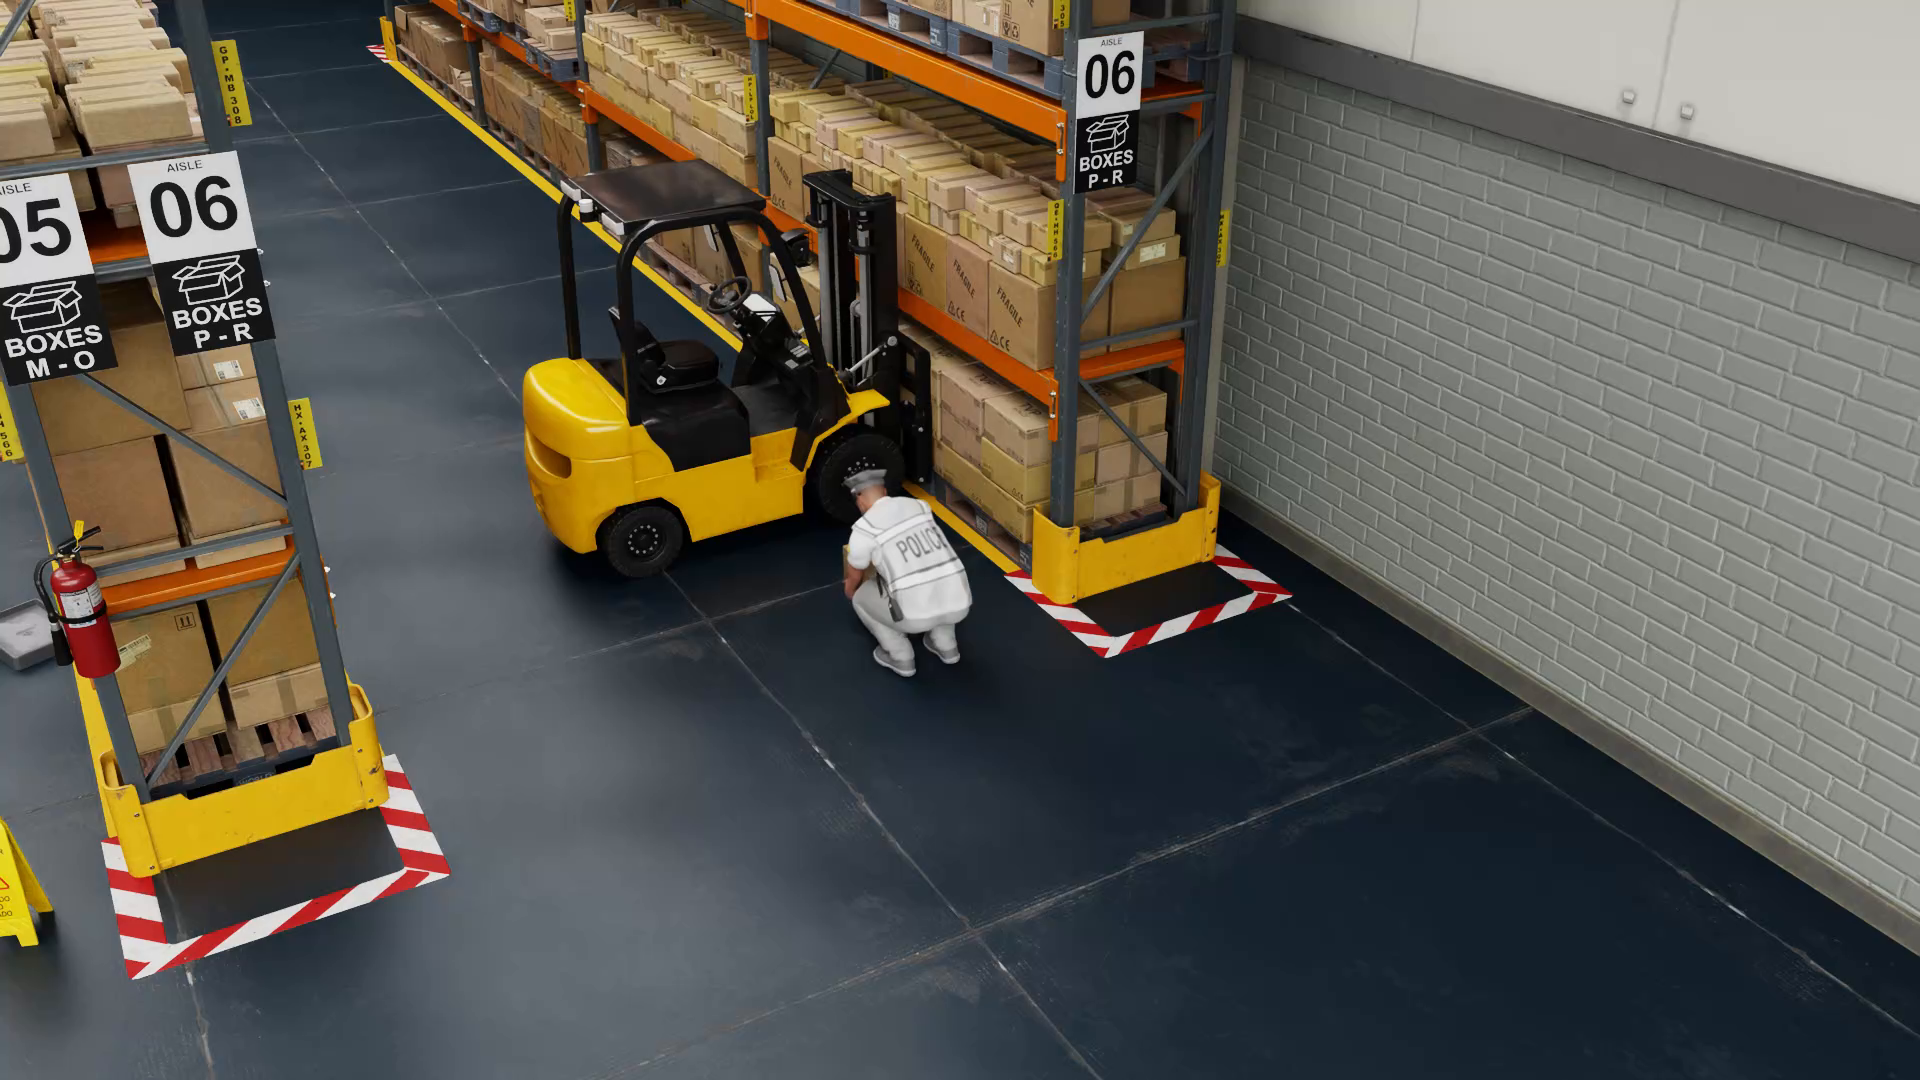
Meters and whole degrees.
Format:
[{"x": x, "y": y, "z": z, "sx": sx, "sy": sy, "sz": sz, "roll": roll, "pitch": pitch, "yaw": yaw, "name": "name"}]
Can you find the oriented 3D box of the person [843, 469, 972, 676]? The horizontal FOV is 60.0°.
[{"x": -0.313, "y": 0.156, "z": 9.051, "sx": 0.543, "sy": 1.020, "sz": 0.914, "roll": -16, "pitch": 33, "yaw": -27, "name": "person"}]
